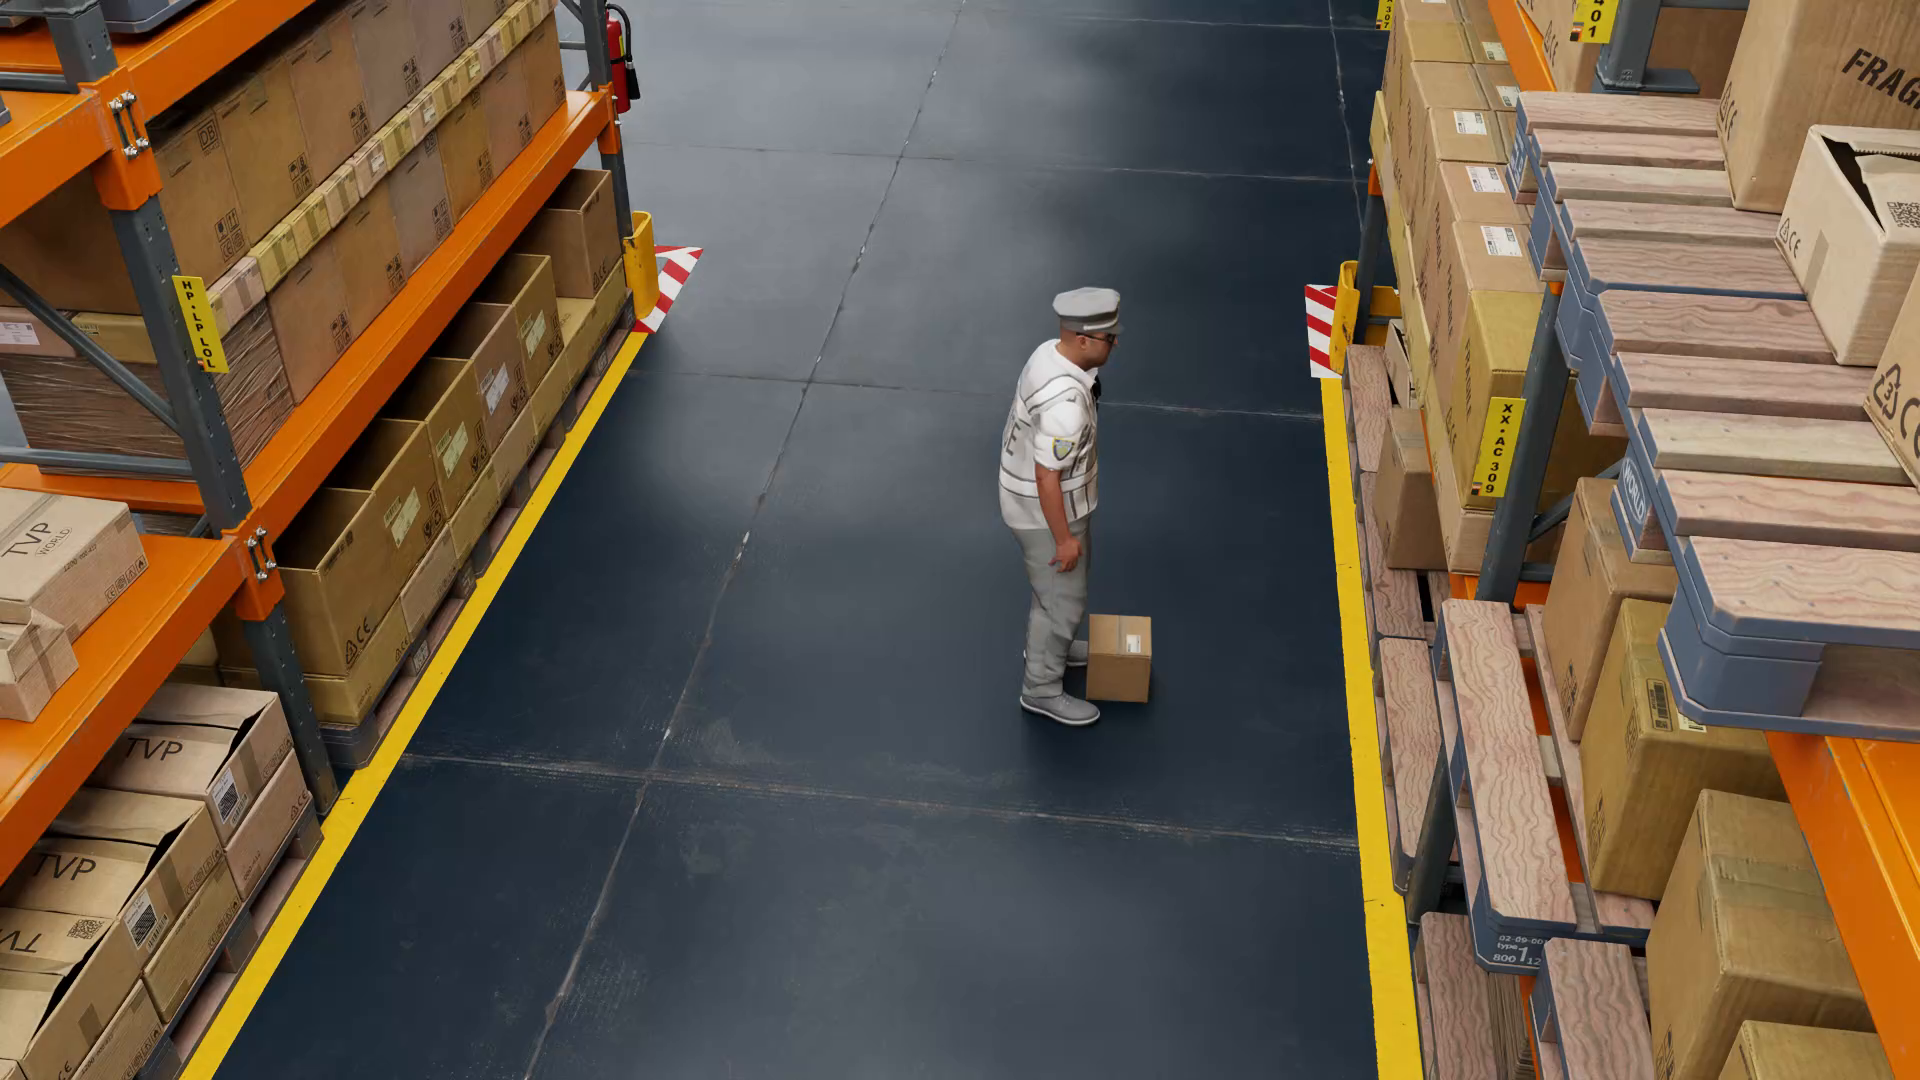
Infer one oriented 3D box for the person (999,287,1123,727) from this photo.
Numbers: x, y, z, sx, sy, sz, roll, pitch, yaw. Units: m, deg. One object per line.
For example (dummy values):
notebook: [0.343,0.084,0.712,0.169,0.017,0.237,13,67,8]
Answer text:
person: [0.366,-0.141,6.336,0.437,1.747,0.596,2,36,3]
